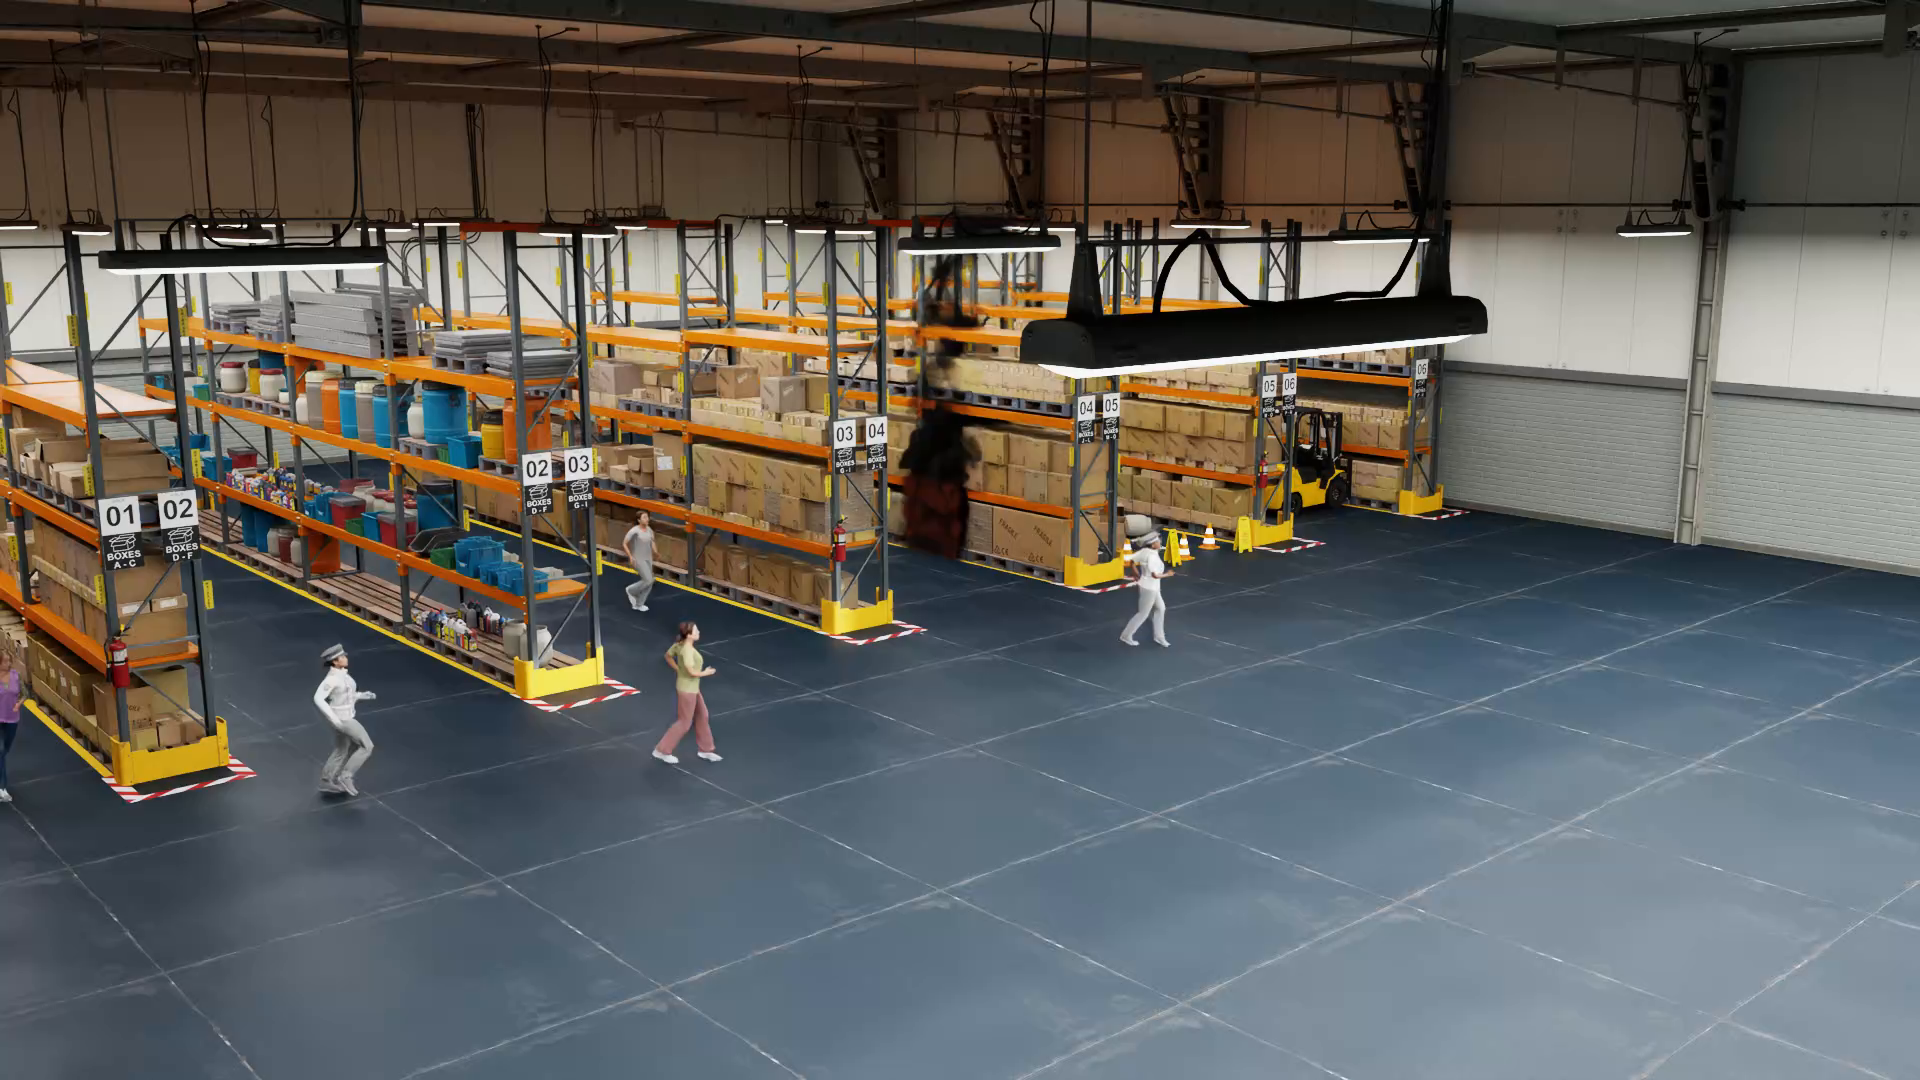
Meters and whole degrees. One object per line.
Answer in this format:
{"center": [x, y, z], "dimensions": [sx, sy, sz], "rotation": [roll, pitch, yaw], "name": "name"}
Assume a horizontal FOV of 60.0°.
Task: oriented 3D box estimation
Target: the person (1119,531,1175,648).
{"center": [2.694, 0.738, 23.930], "dimensions": [0.789, 1.751, 0.571], "rotation": [0, 11, -1], "name": "person"}

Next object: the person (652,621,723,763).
{"center": [-3.121, 1.761, 18.942], "dimensions": [0.819, 1.710, 0.594], "rotation": [-3, 12, -16], "name": "person"}

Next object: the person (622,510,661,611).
{"center": [-4.979, 0.328, 26.154], "dimensions": [0.593, 1.619, 0.550], "rotation": [8, 14, 33], "name": "person"}

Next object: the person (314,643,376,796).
{"center": [-6.646, 1.943, 17.973], "dimensions": [0.666, 1.691, 0.587], "rotation": [-4, 12, -19], "name": "person"}

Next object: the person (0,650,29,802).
{"center": [-10.456, 1.977, 18.152], "dimensions": [0.819, 1.595, 0.569], "rotation": [9, 15, 39], "name": "person"}
